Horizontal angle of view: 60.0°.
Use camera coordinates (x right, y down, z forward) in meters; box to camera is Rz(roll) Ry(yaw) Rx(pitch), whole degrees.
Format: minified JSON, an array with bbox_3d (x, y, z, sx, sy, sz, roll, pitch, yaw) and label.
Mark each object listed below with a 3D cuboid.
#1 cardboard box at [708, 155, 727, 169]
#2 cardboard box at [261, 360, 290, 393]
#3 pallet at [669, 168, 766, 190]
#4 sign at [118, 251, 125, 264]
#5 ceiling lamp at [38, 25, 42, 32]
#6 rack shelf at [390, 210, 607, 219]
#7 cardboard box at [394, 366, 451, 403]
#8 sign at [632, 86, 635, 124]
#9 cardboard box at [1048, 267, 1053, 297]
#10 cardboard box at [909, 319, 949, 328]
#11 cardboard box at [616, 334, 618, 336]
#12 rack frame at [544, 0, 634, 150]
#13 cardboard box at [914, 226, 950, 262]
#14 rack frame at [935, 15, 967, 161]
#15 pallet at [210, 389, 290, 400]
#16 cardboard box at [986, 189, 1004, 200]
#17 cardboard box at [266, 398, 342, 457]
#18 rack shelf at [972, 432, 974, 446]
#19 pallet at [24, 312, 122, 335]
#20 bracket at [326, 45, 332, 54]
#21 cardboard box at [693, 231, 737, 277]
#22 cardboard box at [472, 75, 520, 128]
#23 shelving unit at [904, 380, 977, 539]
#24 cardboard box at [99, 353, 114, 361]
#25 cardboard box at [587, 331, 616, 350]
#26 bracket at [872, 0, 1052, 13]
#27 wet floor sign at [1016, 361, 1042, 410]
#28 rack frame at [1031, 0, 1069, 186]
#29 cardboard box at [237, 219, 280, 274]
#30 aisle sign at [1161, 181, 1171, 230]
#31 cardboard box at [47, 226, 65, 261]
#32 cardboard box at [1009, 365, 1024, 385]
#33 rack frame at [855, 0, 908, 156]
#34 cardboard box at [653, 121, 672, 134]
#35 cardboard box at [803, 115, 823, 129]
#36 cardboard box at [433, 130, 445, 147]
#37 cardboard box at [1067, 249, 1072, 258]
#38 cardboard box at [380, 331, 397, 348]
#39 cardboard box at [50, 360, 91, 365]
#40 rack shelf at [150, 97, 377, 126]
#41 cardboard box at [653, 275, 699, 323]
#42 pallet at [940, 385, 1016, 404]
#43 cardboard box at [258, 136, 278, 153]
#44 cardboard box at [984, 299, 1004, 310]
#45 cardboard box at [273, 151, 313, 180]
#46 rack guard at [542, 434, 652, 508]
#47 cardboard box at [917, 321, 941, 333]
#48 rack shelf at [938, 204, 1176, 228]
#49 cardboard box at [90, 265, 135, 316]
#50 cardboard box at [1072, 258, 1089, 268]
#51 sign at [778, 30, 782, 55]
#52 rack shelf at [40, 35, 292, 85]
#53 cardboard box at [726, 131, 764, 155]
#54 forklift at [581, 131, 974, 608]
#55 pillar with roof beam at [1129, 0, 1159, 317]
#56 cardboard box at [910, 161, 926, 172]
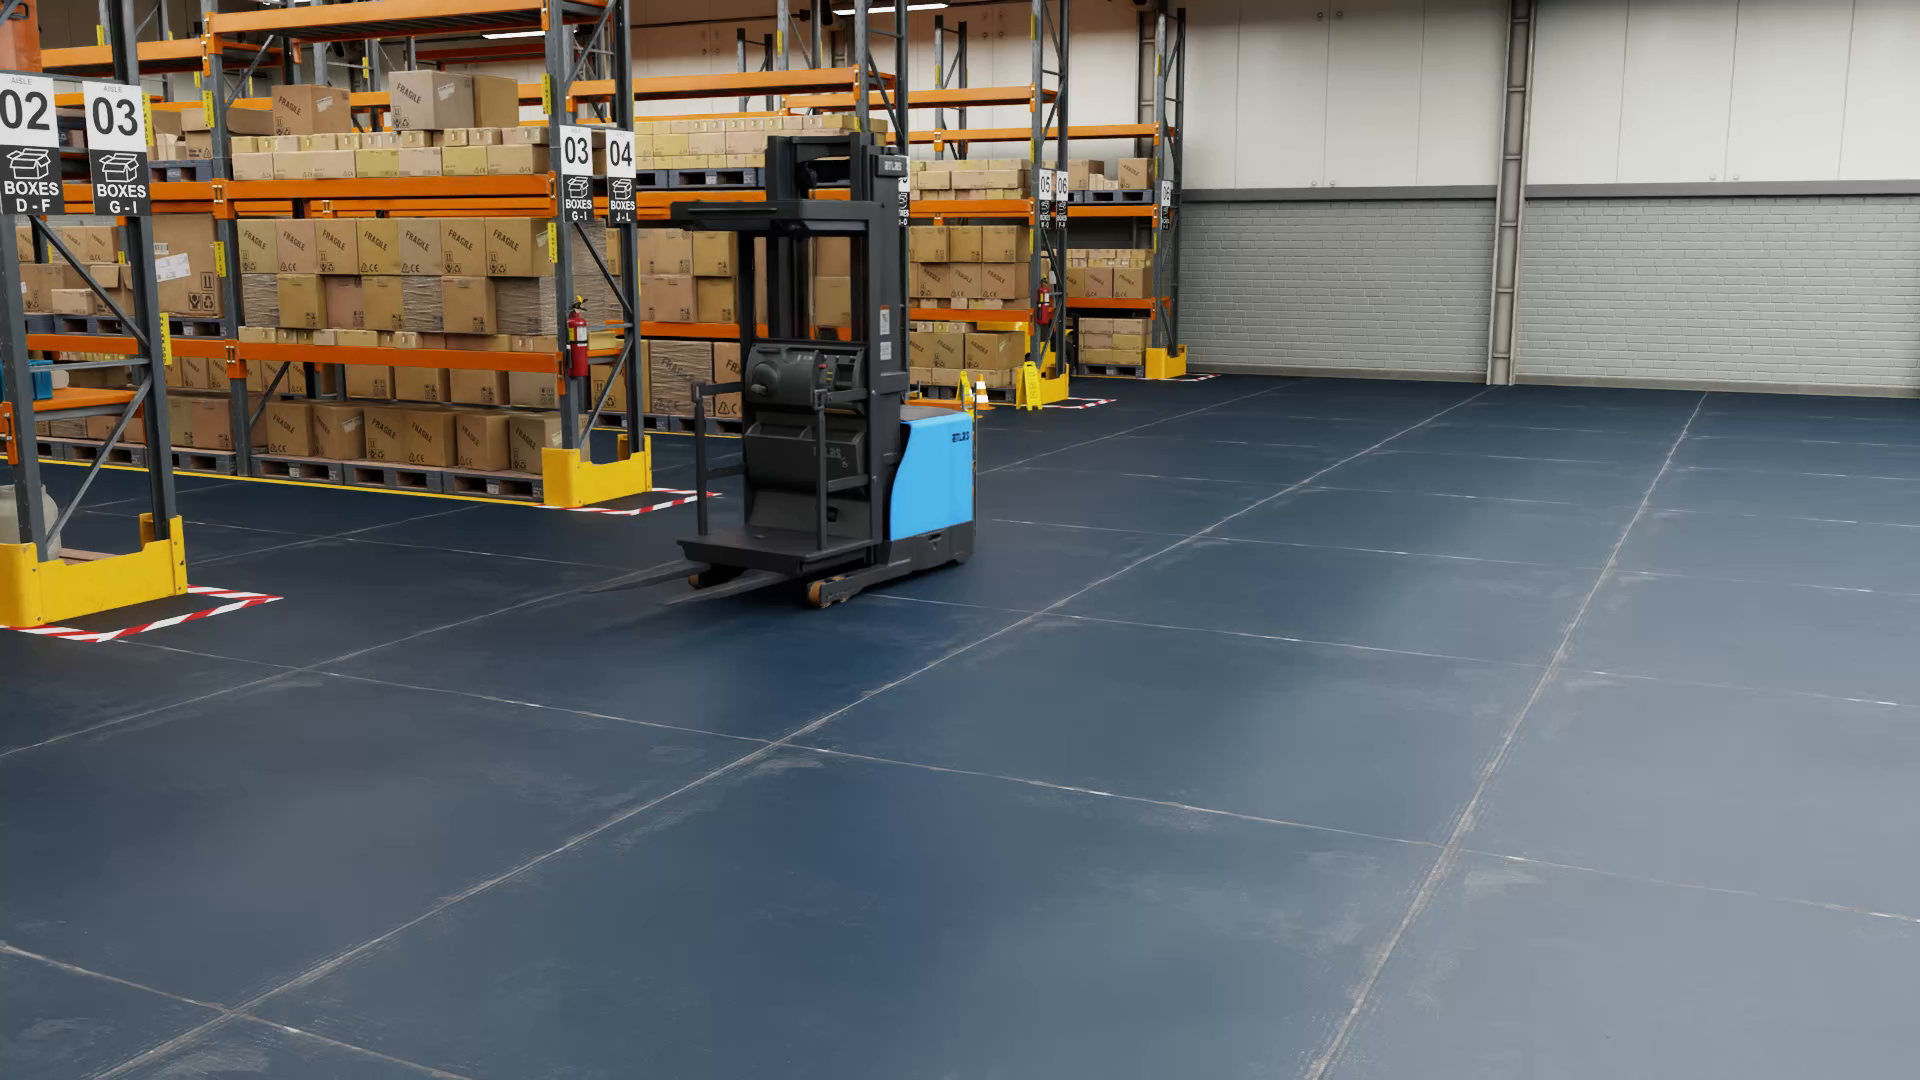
[{"bbox_3d":[-2.676,-4.335,19.084,0.250,0.149,0.380,5,11,27],"label":"cardboard box"},{"bbox_3d":[-9.205,-2.293,22.819,0.500,0.500,0.500,6,12,28],"label":"cardboard box"},{"bbox_3d":[-2.629,-4.220,19.450,1.213,0.211,1.003,5,11,26],"label":"pallet"},{"bbox_3d":[-11.855,-3.919,23.530,0.005,0.325,0.100,5,11,26],"label":"sign"},{"bbox_3d":[-16.589,-10.343,28.219,0.800,3.185,2.000,5,11,26],"label":"ceiling lamp"},{"bbox_3d":[-7.729,-5.343,27.428,4.000,0.370,1.077,5,11,26],"label":"rack shelf"},{"bbox_3d":[-6.743,-2.234,21.789,0.750,0.750,1.050,5,11,27],"label":"cardboard box"},{"bbox_3d":[-2.906,-3.843,14.666,0.005,0.325,0.100,5,11,26],"label":"sign"},{"bbox_3d":[1.498,-4.393,28.299,0.500,0.500,0.500,5,11,26],"label":"cardboard box"},{"bbox_3d":[-0.628,-3.619,29.792,0.625,0.625,0.875,6,12,28],"label":"cardboard box"},{"bbox_3d":[-6.513,-4.034,32.437,0.500,0.500,0.500,5,11,25],"label":"cardboard box"},{"bbox_3d":[-3.146,-4.803,13.998,0.127,3.000,1.000,5,11,26],"label":"rack frame"},{"bbox_3d":[-0.269,-4.191,23.541,0.500,0.500,0.700,5,11,25],"label":"cardboard box"},{"bbox_3d":[-0.155,-7.493,28.866,0.127,3.000,1.000,5,11,26],"label":"rack frame"},{"bbox_3d":[-9.825,-2.051,23.470,1.213,0.211,1.003,5,11,26],"label":"pallet"},{"bbox_3d":[0.558,-4.783,23.020,0.250,0.149,0.380,5,11,26],"label":"cardboard box"},{"bbox_3d":[-6.392,-1.104,16.249,0.500,0.500,0.500,5,11,24],"label":"cardboard box"},{"bbox_3d":[-0.148,-0.757,12.668,0.480,0.148,0.258,5,11,26],"label":"rack shelf"},{"bbox_3d":[-9.634,-2.347,17.816,1.003,0.211,1.213,5,11,26],"label":"pallet"},{"bbox_3d":[-13.465,-10.543,35.607,0.430,0.232,0.235,5,11,26],"label":"bracket"},{"bbox_3d":[-2.685,-3.391,19.589,0.500,0.550,0.875,5,11,26],"label":"cardboard box"},{"bbox_3d":[-4.358,-3.928,15.070,0.500,0.500,0.500,5,11,26],"label":"cardboard box"},{"bbox_3d":[-0.148,-0.603,12.695,0.503,1.200,0.258,5,11,26],"label":"shelving unit"},{"bbox_3d":[-12.303,-2.677,24.255,0.250,0.149,0.380,5,11,27],"label":"cardboard box"},{"bbox_3d":[-3.296,-1.787,14.889,0.250,0.149,0.380,5,11,26],"label":"cardboard box"},{"bbox_3d":[0.366,-9.327,28.892,4.783,0.066,0.076,5,11,26],"label":"bracket"},{"bbox_3d":[0.936,-2.089,22.460,0.267,0.644,0.232,-10,14,-43],"label":"wet floor sign"},{"bbox_3d":[1.239,-6.385,22.743,0.127,3.000,1.000,5,11,26],"label":"rack frame"},{"bbox_3d":[-6.442,-2.777,15.729,0.500,0.500,0.500,5,11,26],"label":"cardboard box"},{"bbox_3d":[3.361,-5.453,27.140,0.004,0.787,0.394,5,11,26],"label":"aisle sign"},{"bbox_3d":[-13.082,-4.344,24.387,0.500,0.500,0.500,5,12,27],"label":"cardboard box"},{"bbox_3d":[0.638,-2.395,24.080,0.500,0.250,0.500,5,11,25],"label":"cardboard box"},{"bbox_3d":[-0.861,-5.587,18.331,0.127,3.000,1.000,5,11,26],"label":"rack frame"},{"bbox_3d":[-3.357,-4.787,19.344,0.250,0.149,0.380,5,11,26],"label":"cardboard box"},{"bbox_3d":[-1.536,-4.628,18.460,0.250,0.149,0.380,5,11,26],"label":"cardboard box"},{"bbox_3d":[-4.411,-3.520,14.633,0.250,0.149,0.380,5,11,26],"label":"cardboard box"},{"bbox_3d":[1.829,-4.820,28.003,0.250,0.149,0.380,5,12,27],"label":"cardboard box"},{"bbox_3d":[-5.078,-1.849,15.227,0.250,0.149,0.380,5,11,26],"label":"cardboard box"},{"bbox_3d":[-9.706,-1.788,17.867,0.500,0.250,0.500,6,12,28],"label":"cardboard box"},{"bbox_3d":[-9.828,-5.824,22.784,4.000,0.370,1.077,5,11,26],"label":"rack shelf"},{"bbox_3d":[-3.176,-2.895,19.885,0.550,0.550,0.875,5,11,26],"label":"cardboard box"},{"bbox_3d":[0.458,-2.137,23.943,1.213,0.211,1.003,5,11,26],"label":"pallet"},{"bbox_3d":[-6.309,-3.679,15.515,0.250,0.149,0.380,4,11,23],"label":"cardboard box"},{"bbox_3d":[0.533,-3.307,23.286,0.250,0.149,0.380,5,11,25],"label":"cardboard box"},{"bbox_3d":[-5.966,-3.451,15.372,0.500,0.250,0.500,5,11,25],"label":"cardboard box"},{"bbox_3d":[-3.214,-0.626,14.788,0.348,0.500,1.175,5,11,26],"label":"rack guard"},{"bbox_3d":[-0.413,-3.056,23.808,0.250,0.149,0.380,6,12,28],"label":"cardboard box"},{"bbox_3d":[1.638,-5.506,28.327,4.000,0.370,1.077,5,11,26],"label":"rack shelf"},{"bbox_3d":[-8.329,-2.545,16.900,0.637,0.503,0.797,6,12,32],"label":"cardboard box"},{"bbox_3d":[2.071,-4.658,27.941,0.250,0.149,0.380,5,11,24],"label":"cardboard box"},{"bbox_3d":[-2.589,-7.149,23.895,0.005,0.325,0.100,5,11,26],"label":"sign"},{"bbox_3d":[-8.527,-4.725,16.710,4.000,0.370,1.077,5,11,26],"label":"rack shelf"},{"bbox_3d":[-2.321,-4.512,18.943,0.500,0.250,0.500,5,11,25],"label":"cardboard box"},{"bbox_3d":[-1.128,-1.113,10.652,1.130,2.935,3.031,7,12,33],"label":"forklift"},{"bbox_3d":[1.301,-6.690,24.424,0.548,9.000,9.100,5,11,26],"label":"pillar with roof beam"},{"bbox_3d":[-0.585,-5.273,23.486,0.250,0.149,0.380,5,12,27],"label":"cardboard box"}]
